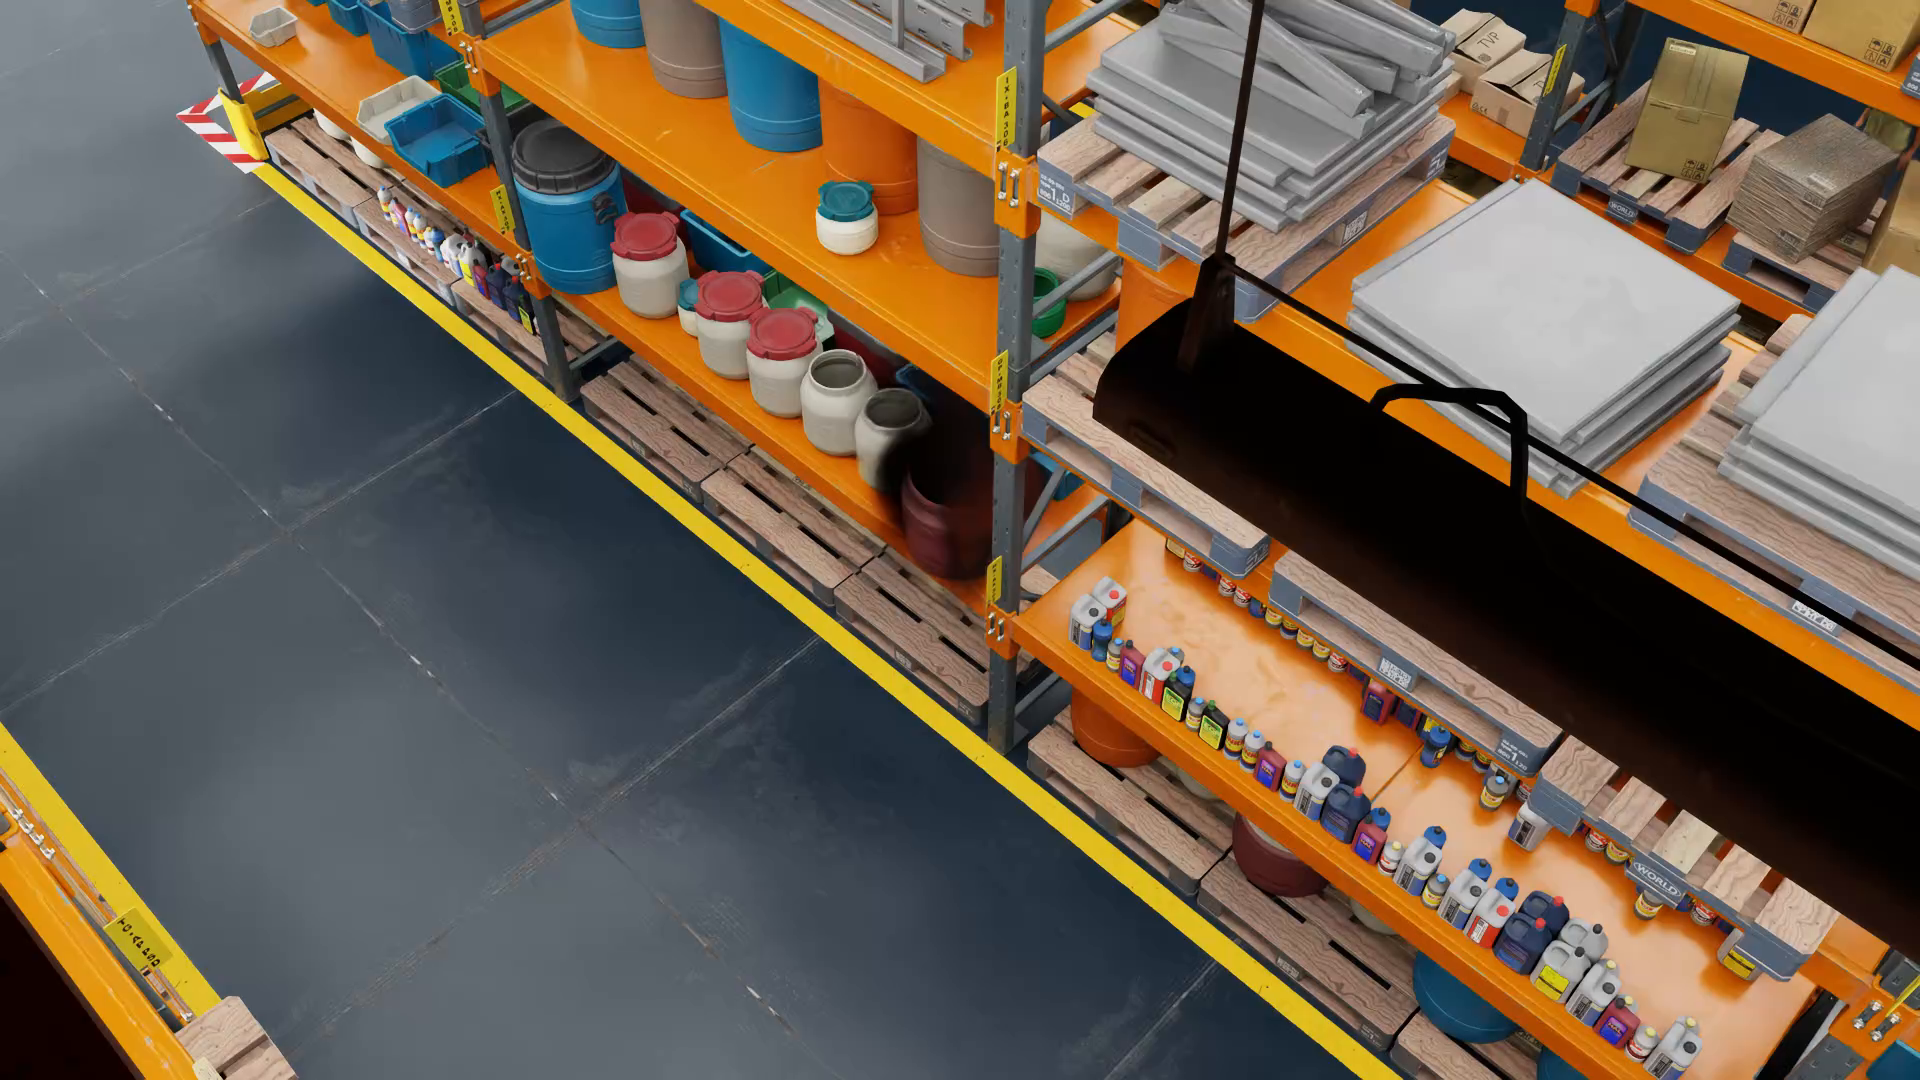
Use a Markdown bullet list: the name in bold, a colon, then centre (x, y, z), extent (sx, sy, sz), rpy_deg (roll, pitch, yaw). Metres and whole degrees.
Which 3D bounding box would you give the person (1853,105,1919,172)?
- **person**: centre (6.464, -2.820, 11.675), extent (0.451, 1.677, 0.447), rpy_deg (5, 50, 4)
